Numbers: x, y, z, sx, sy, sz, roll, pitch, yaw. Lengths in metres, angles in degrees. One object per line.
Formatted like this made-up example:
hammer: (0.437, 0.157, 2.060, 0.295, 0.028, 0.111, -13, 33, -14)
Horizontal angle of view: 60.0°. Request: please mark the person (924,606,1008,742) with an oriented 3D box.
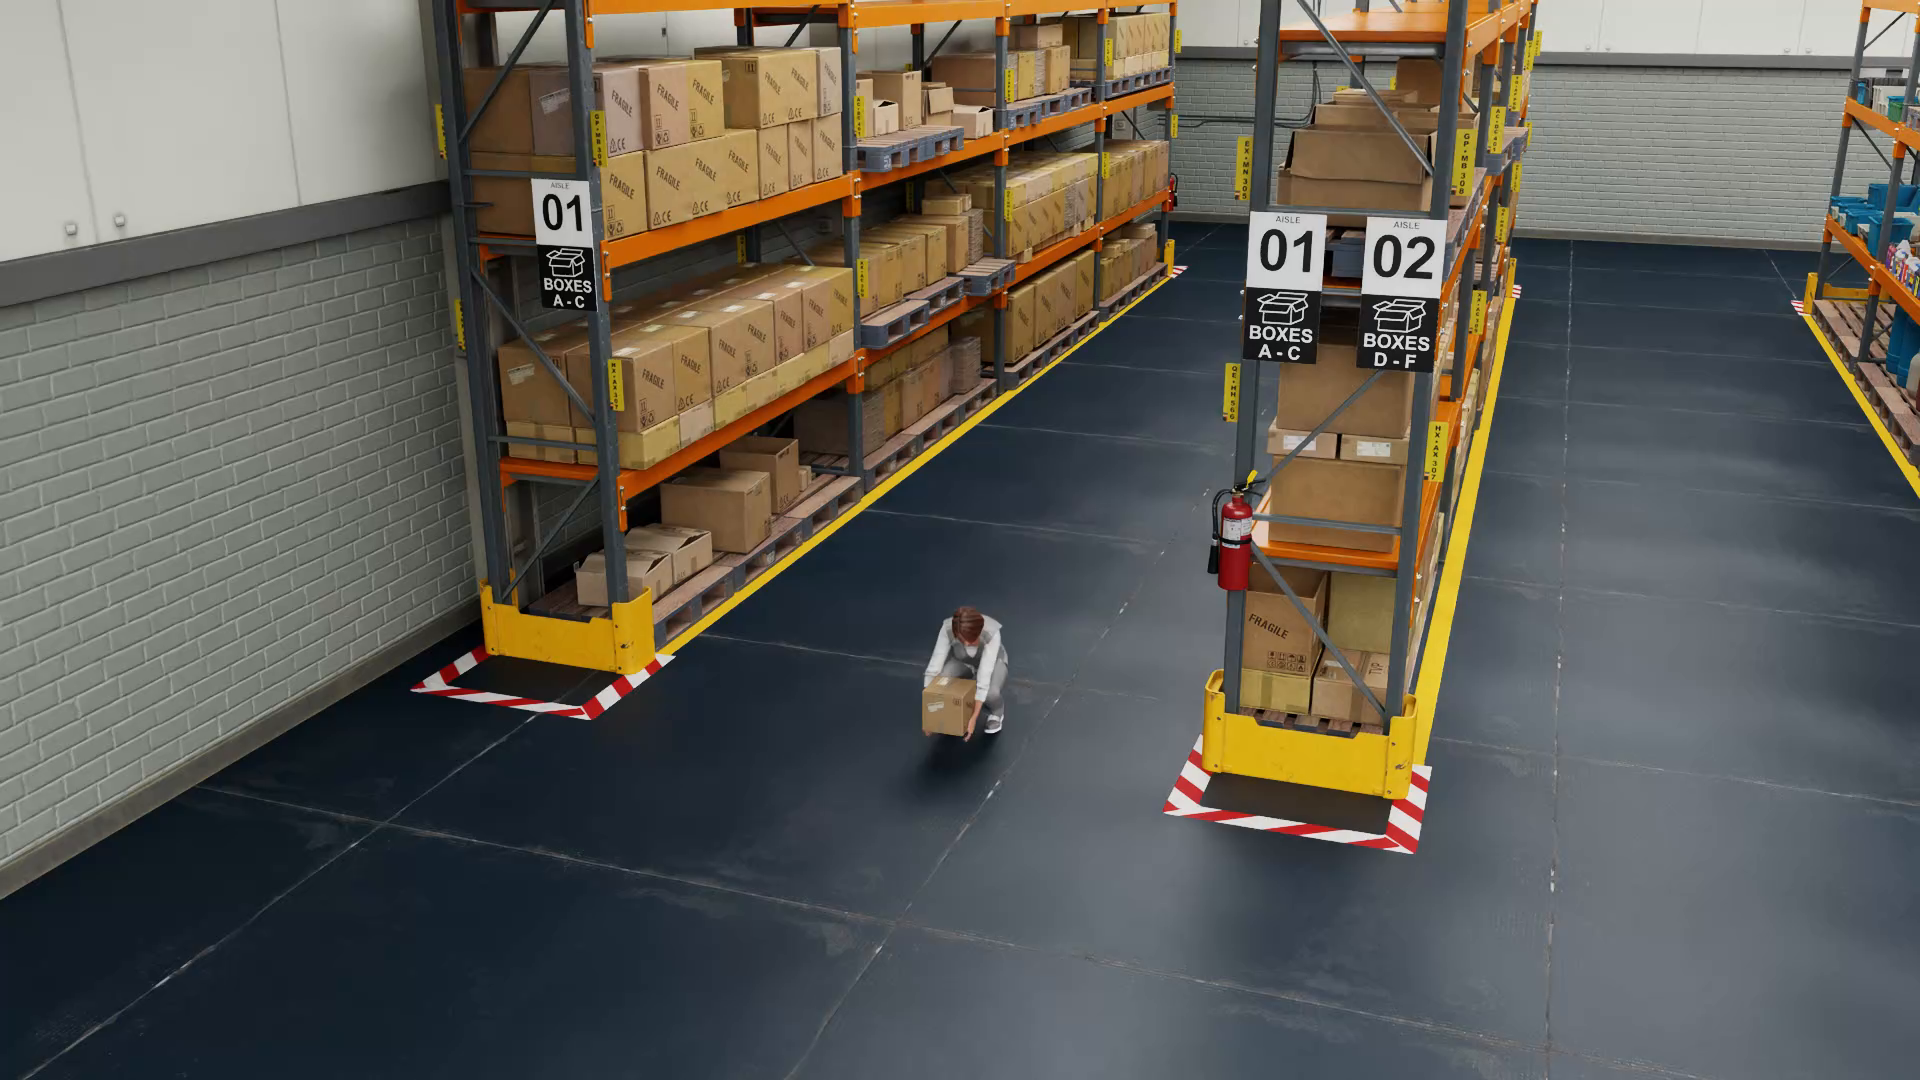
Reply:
person: (0.057, 0.754, 9.971, 0.437, 0.901, 0.820, 6, 20, 17)
